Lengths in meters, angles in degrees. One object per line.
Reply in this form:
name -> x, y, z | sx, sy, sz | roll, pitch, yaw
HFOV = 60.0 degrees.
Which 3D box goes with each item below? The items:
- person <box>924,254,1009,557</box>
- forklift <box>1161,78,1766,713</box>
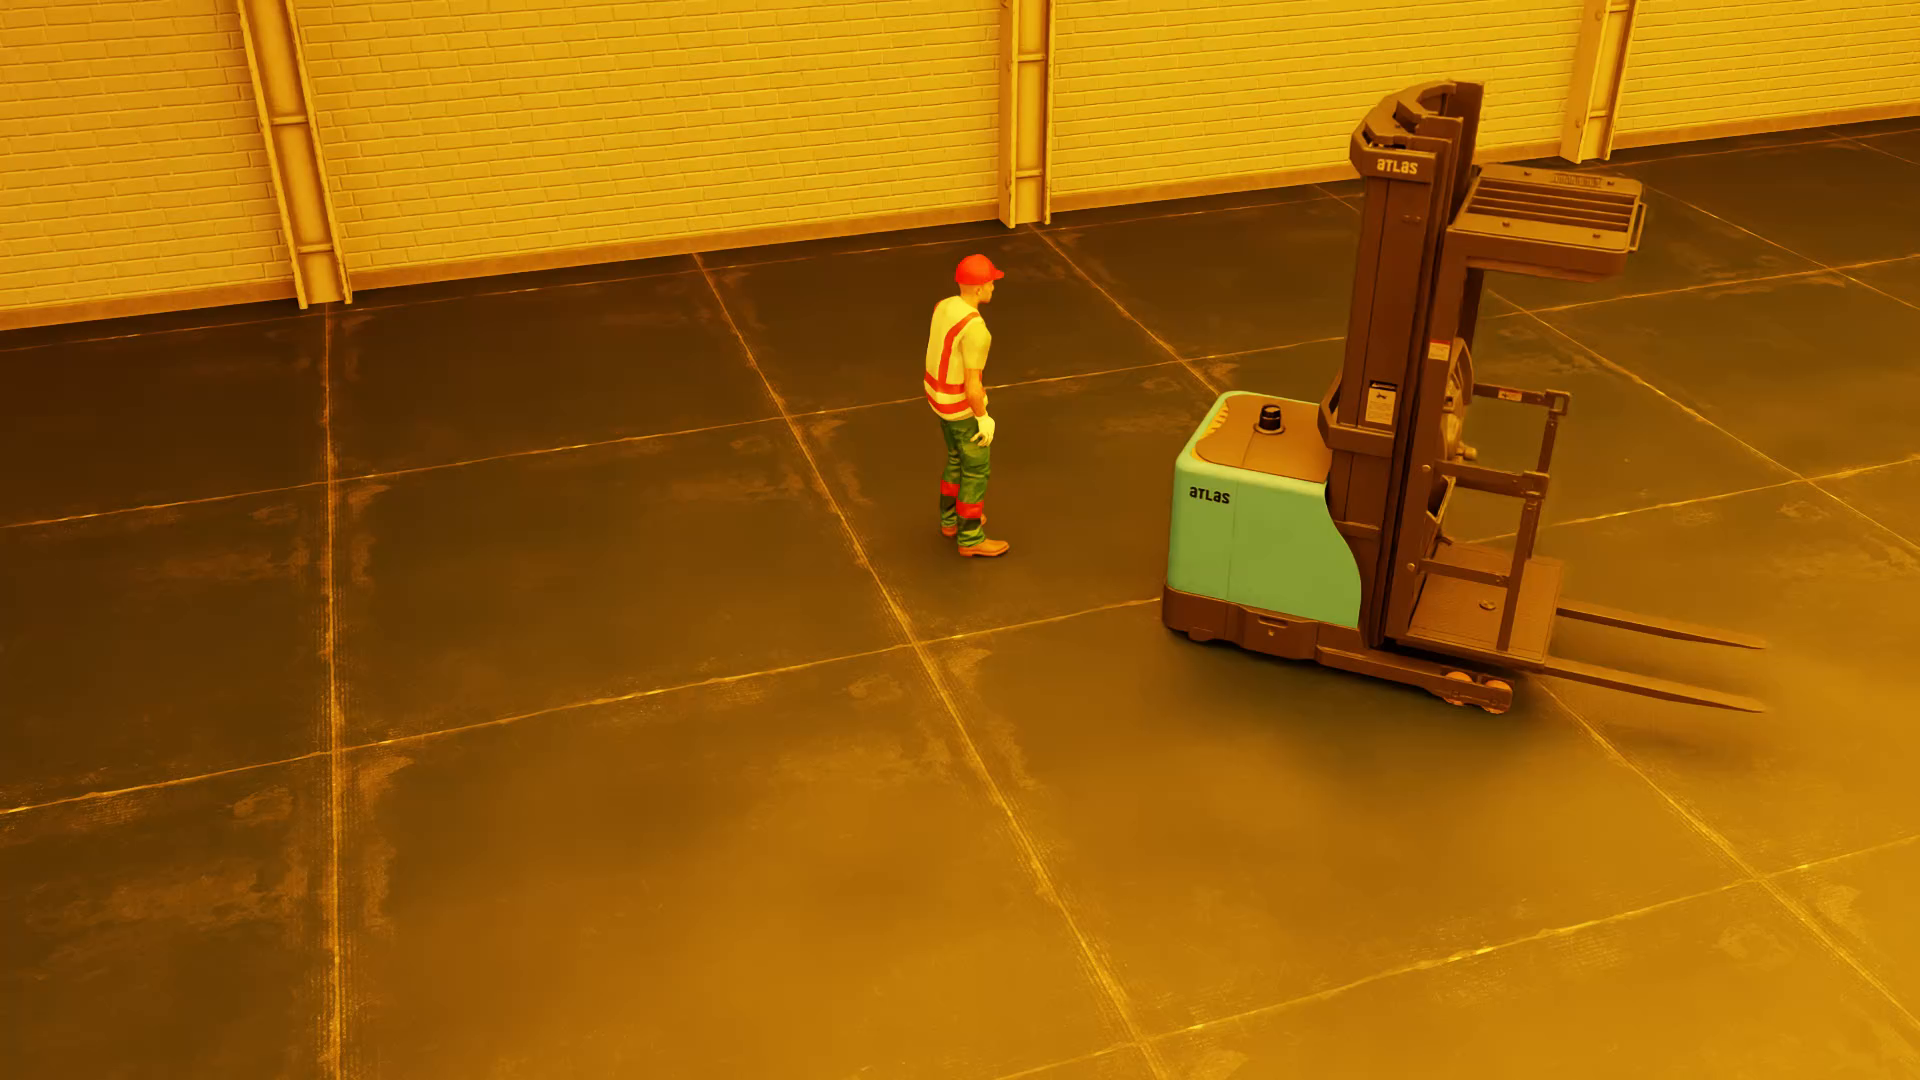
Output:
person -> 0.040, -0.780, 9.602 | 0.450, 1.778, 0.608 | -11, 32, -18
forklift -> 2.671, -0.688, 8.282 | 3.031, 2.935, 1.130 | 12, 32, 20
